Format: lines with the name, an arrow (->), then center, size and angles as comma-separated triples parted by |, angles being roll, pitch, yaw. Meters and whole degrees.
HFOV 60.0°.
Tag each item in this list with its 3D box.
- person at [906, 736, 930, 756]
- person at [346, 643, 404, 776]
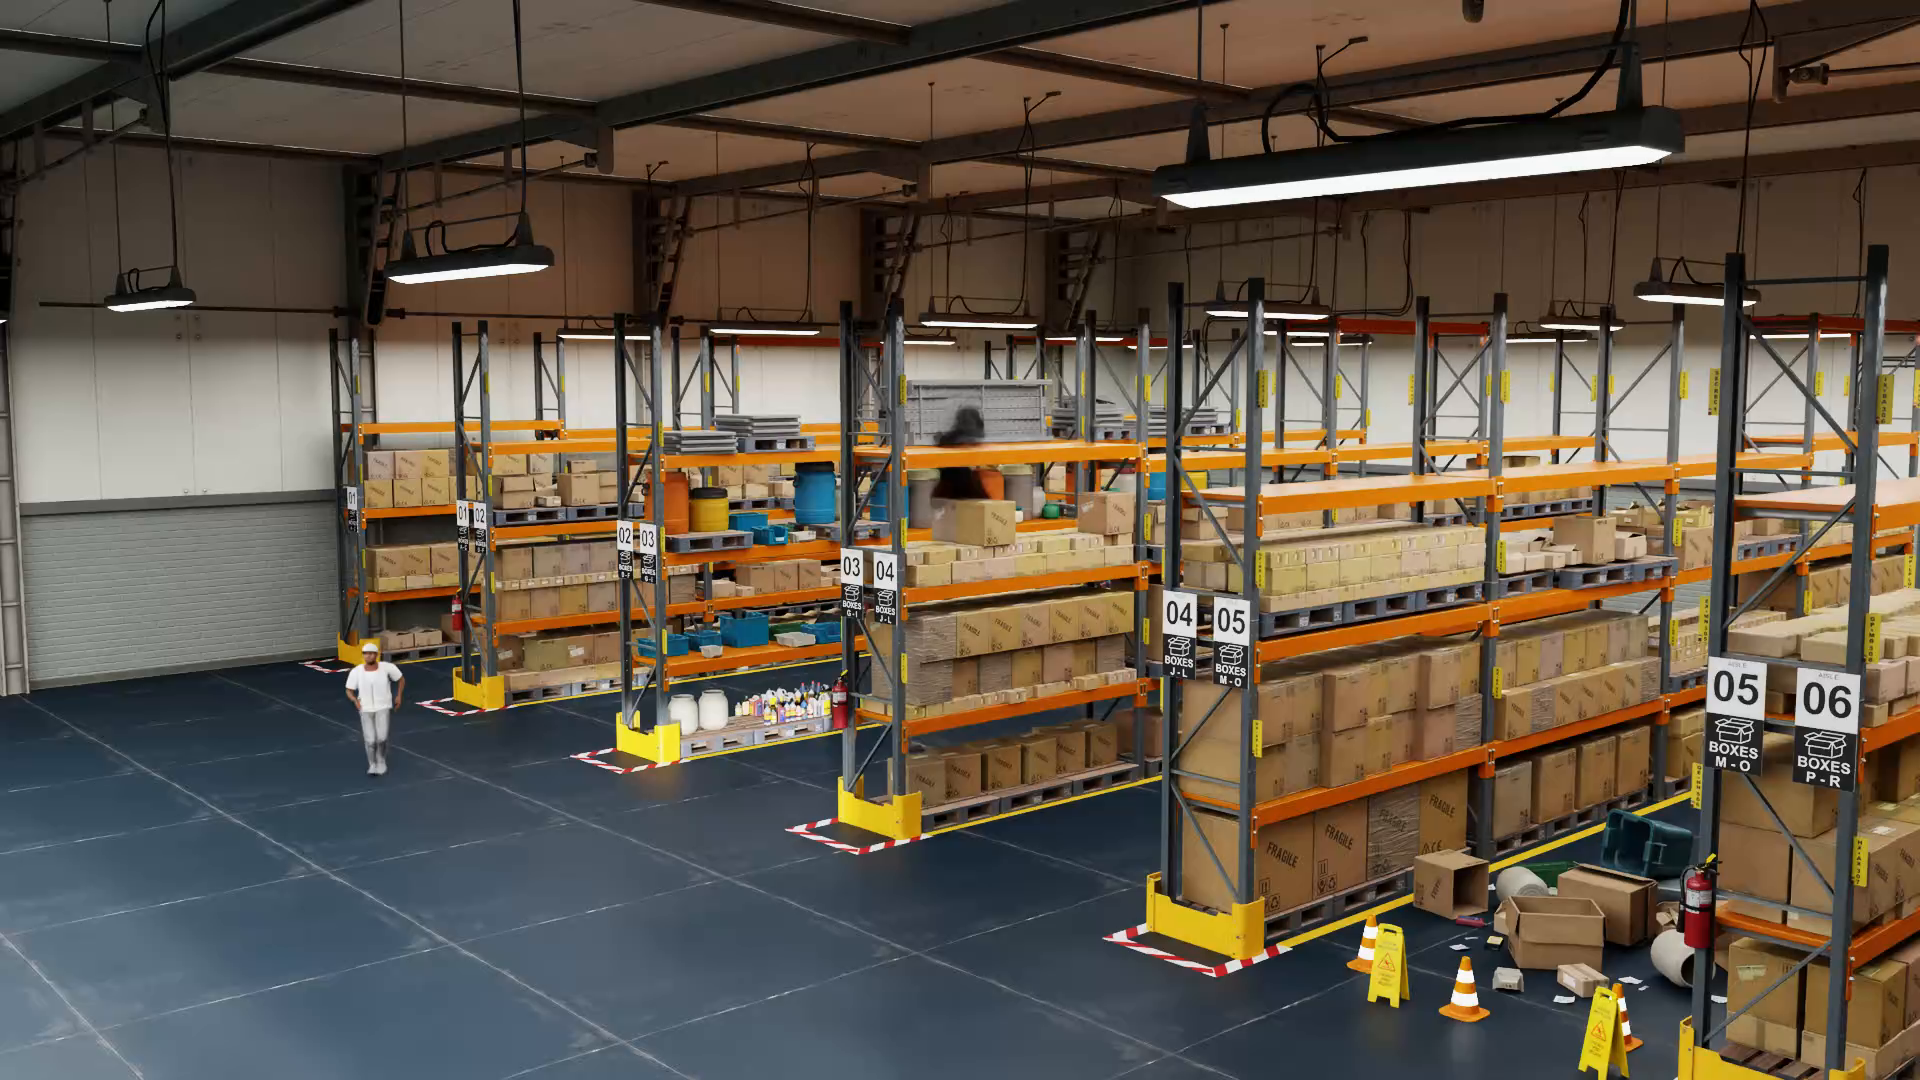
person -> -0.598, 2.260, 21.171 | 0.617, 1.682, 0.747 | 5, 8, 42
person -> -7.534, 2.182, 21.397 | 0.702, 1.725, 0.617 | -1, 6, -12
